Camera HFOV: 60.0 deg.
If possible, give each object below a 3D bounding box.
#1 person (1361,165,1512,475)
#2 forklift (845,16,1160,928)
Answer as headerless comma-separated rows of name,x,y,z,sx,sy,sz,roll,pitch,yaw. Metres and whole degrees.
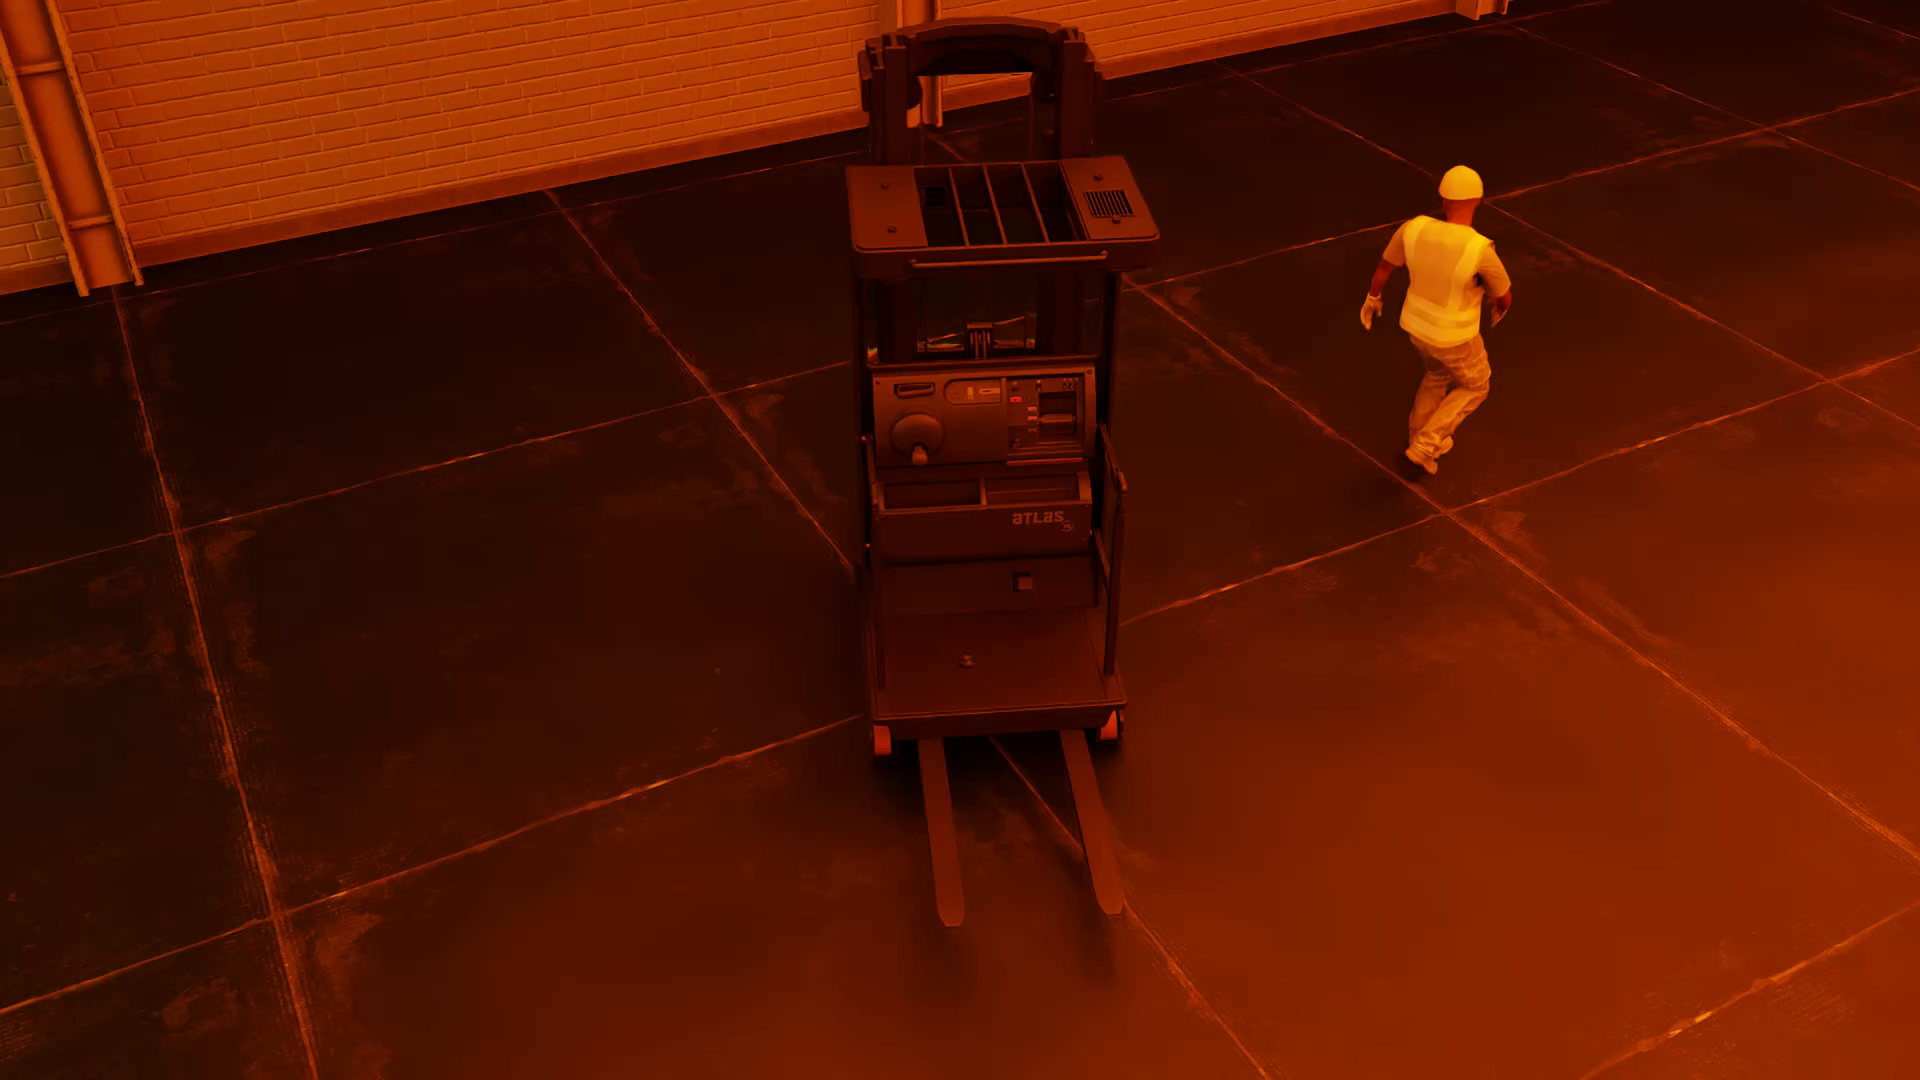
person,2.555,-1.168,8.818,0.583,1.731,0.747,-20,40,-26
forklift,0.127,-0.454,6.765,1.130,2.935,3.031,-3,35,-5
